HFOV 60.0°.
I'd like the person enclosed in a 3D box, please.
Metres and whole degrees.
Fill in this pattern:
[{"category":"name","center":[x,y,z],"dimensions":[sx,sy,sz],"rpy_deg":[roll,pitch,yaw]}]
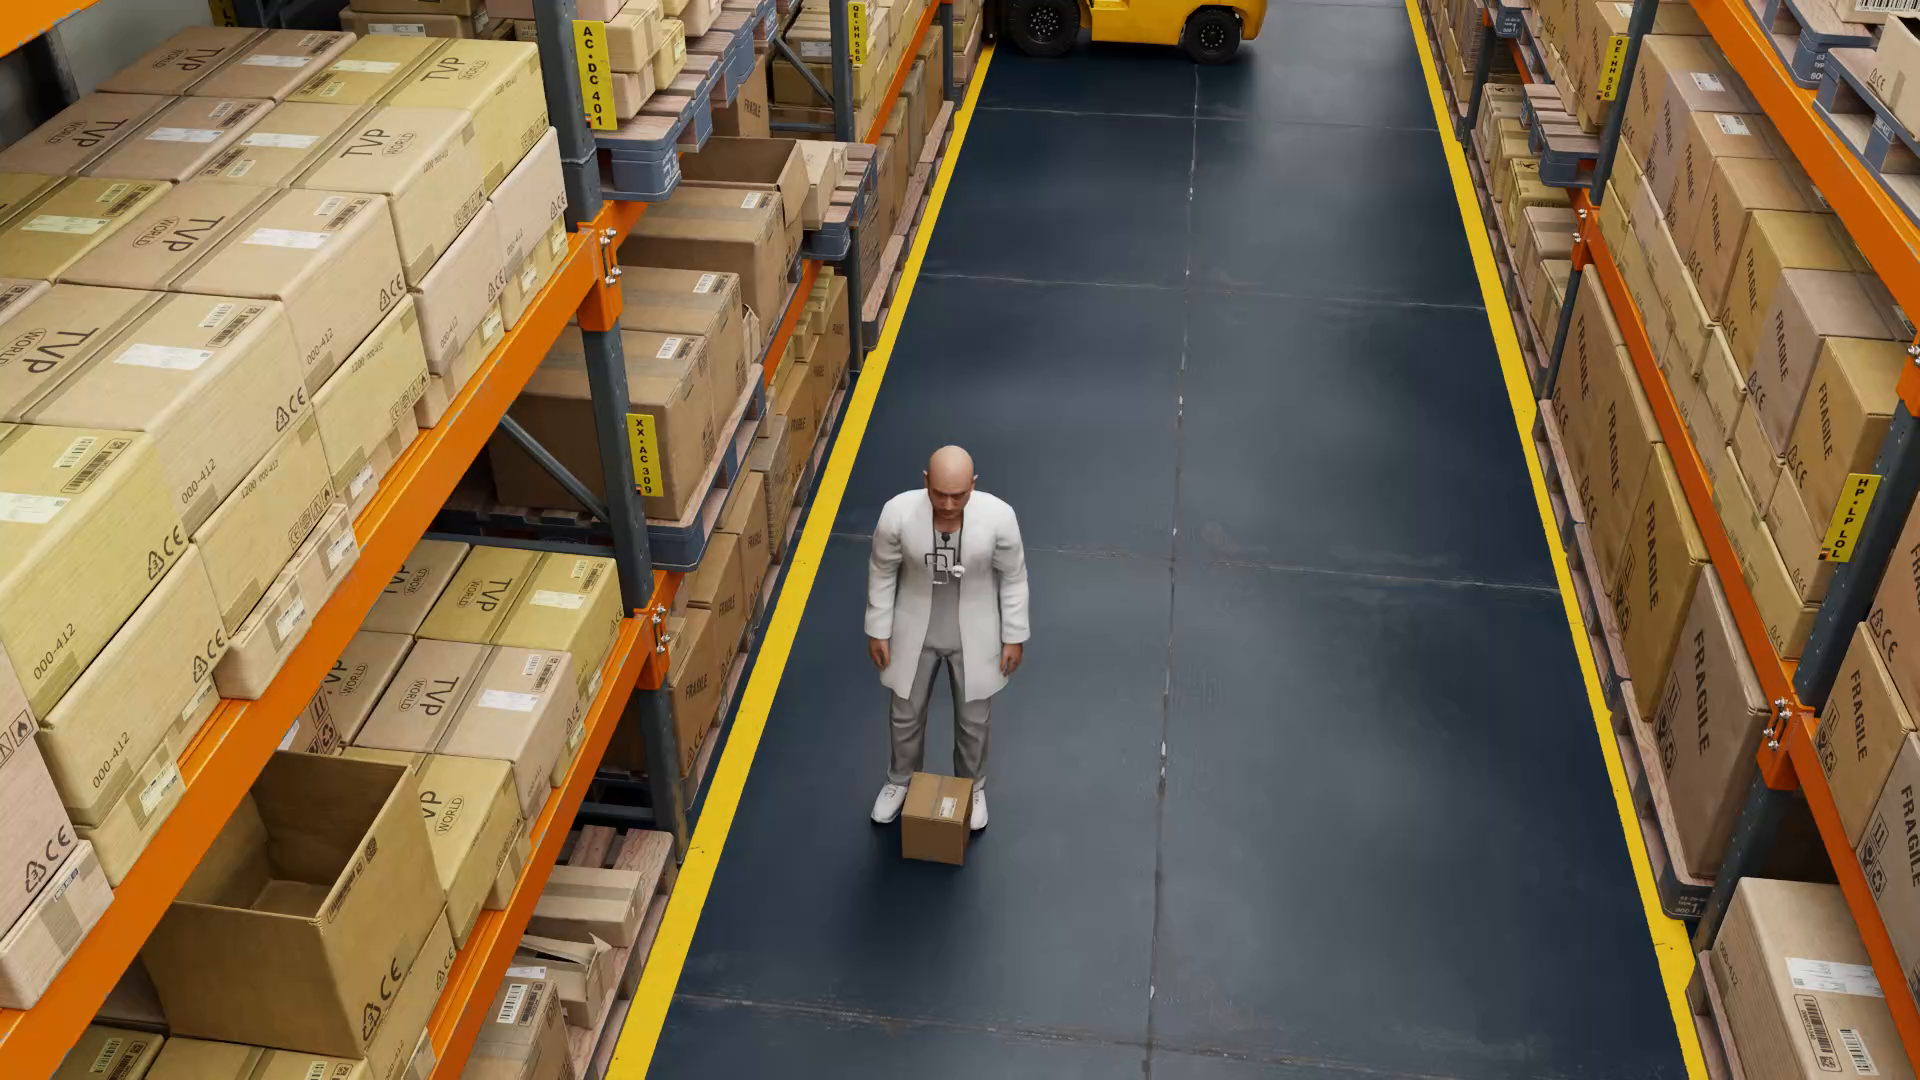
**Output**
[{"category":"person","center":[-0.057,0.373,6.534],"dimensions":[0.643,1.774,0.421],"rpy_deg":[3,36,4]}]
